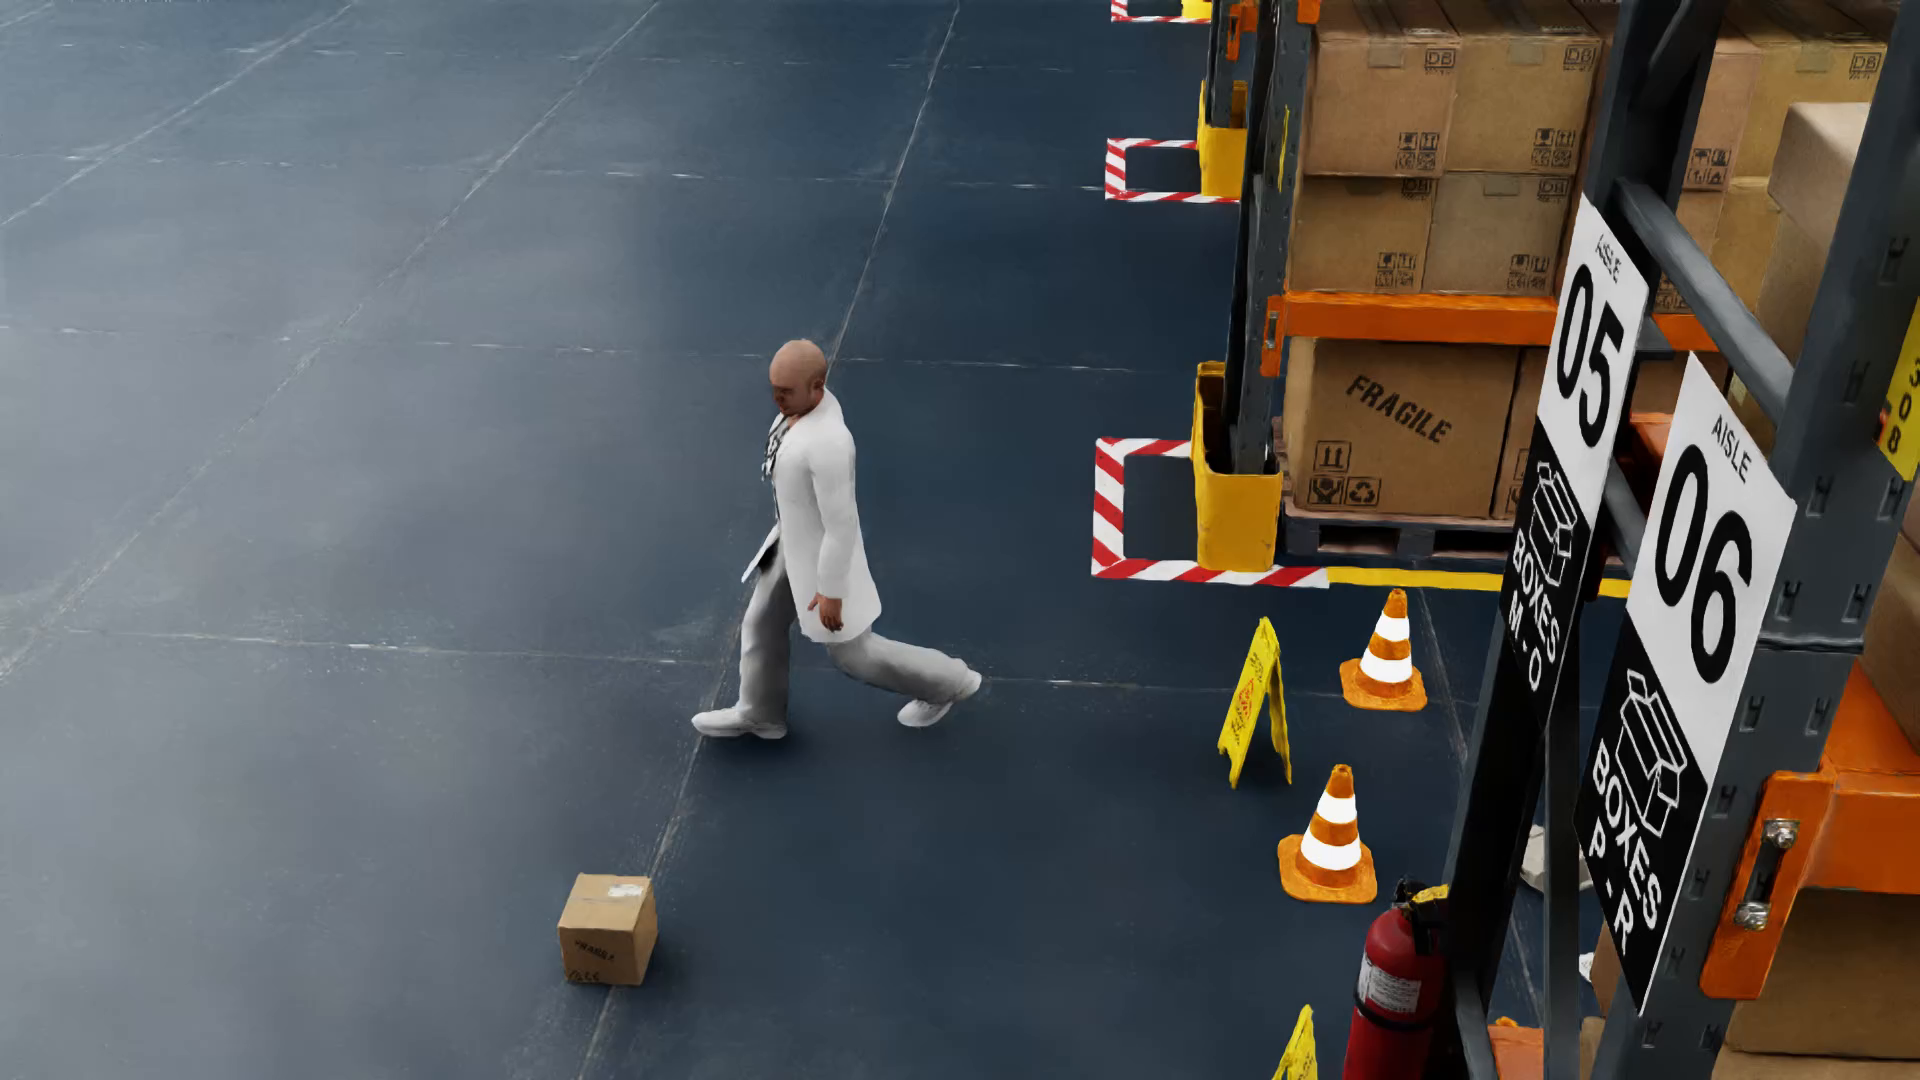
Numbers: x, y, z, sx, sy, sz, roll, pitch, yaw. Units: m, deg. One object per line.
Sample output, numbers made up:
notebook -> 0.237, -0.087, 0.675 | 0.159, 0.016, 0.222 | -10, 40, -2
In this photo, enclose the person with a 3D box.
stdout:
person -> -0.478, 0.036, 6.117 | 1.094, 1.735, 0.666 | -10, 33, -16
